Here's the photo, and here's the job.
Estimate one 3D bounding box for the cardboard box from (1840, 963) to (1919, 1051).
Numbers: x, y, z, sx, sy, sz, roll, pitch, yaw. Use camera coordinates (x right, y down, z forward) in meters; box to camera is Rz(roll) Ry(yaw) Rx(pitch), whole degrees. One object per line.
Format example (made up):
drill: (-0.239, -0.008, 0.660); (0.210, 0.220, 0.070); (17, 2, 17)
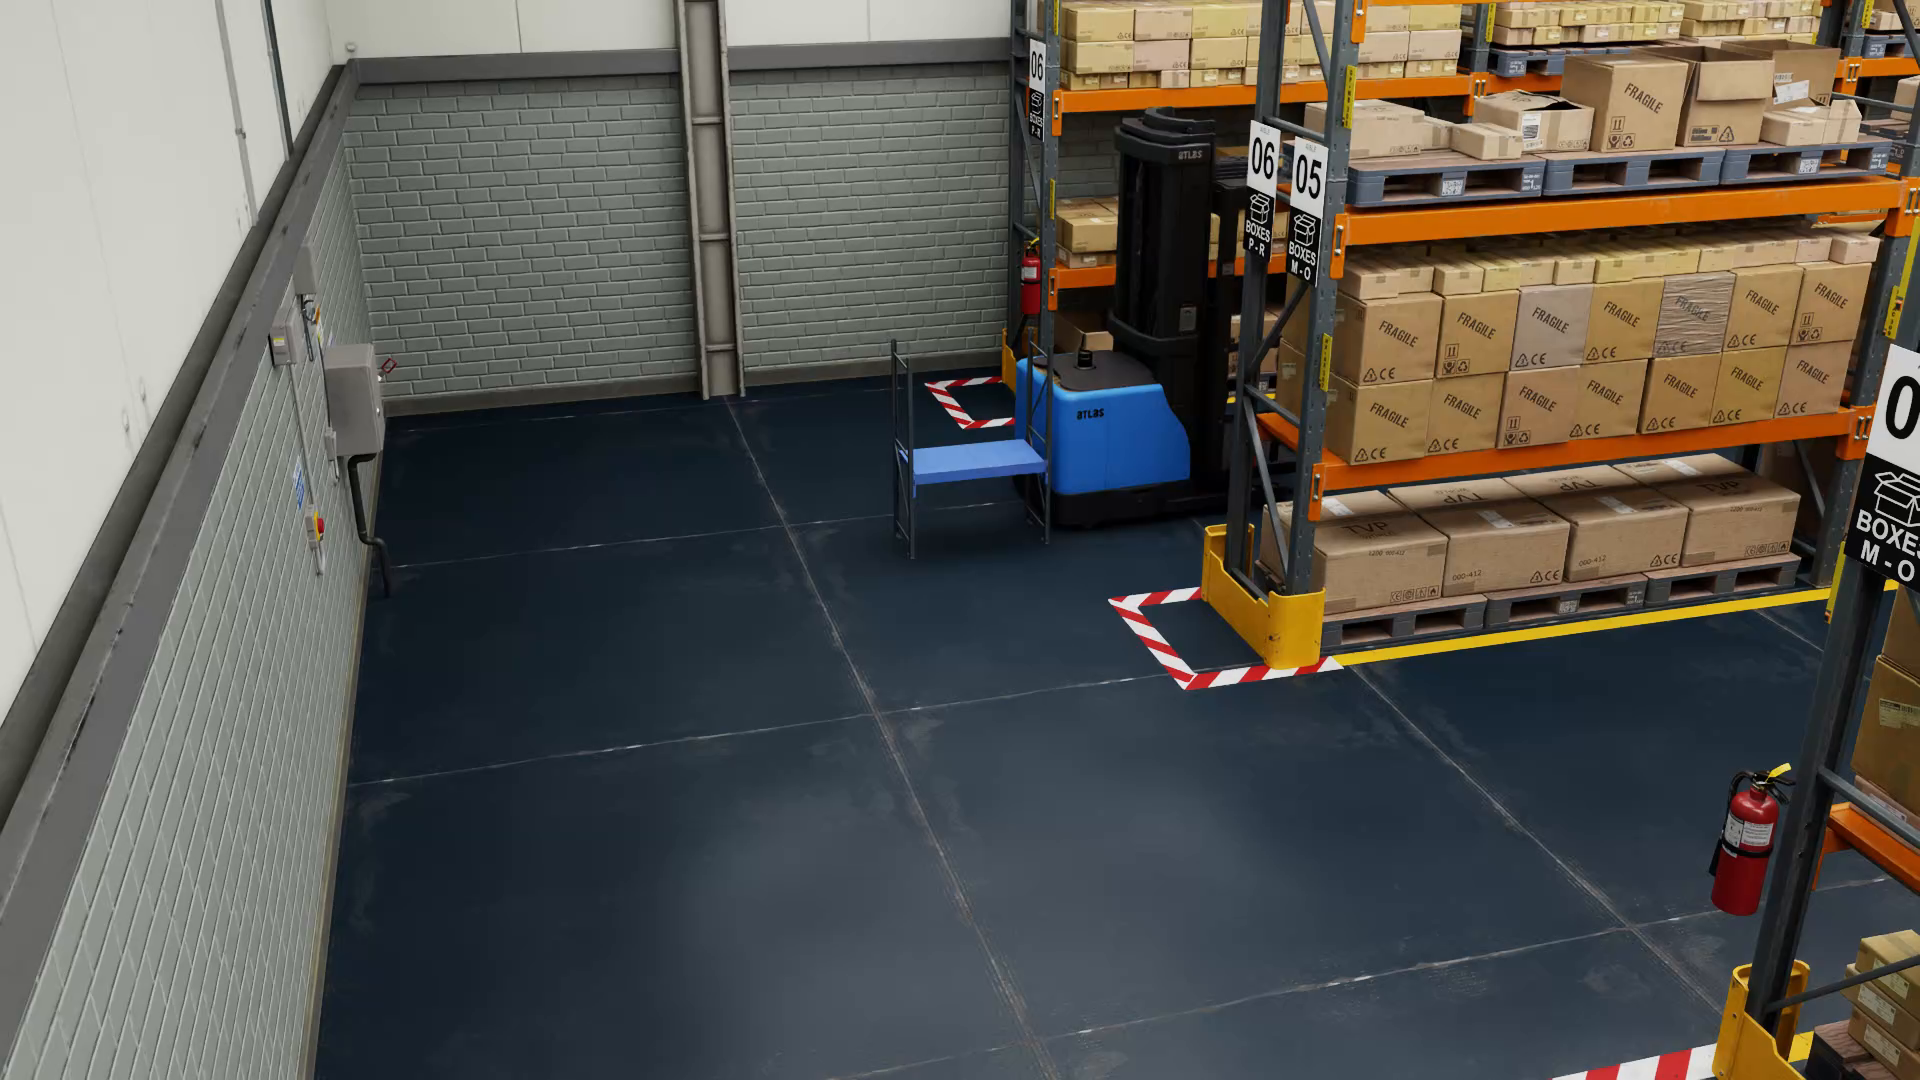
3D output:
cardboard box: (3.840, 1.879, 6.773); (0.250, 0.149, 0.380); (-7, 24, -16)

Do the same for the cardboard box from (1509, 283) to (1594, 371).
cardboard box: (3.503, -1.370, 10.243); (0.500, 0.500, 0.500); (-6, 24, -15)

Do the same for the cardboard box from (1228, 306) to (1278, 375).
cardboard box: (2.614, -1.858, 15.413); (0.500, 0.500, 0.500); (-6, 24, -13)

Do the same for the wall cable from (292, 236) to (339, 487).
wall cable: (-3.842, -1.200, 9.955); (0.122, 1.984, 0.588); (-6, 24, -14)

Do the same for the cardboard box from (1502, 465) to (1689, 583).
cardboard box: (4.331, -0.126, 11.455); (0.875, 0.438, 0.875); (-7, 24, -16)

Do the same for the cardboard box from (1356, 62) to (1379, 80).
cardboard box: (3.480, -4.154, 14.641); (0.250, 0.149, 0.380); (-6, 24, -15)

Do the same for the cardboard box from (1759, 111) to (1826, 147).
cardboard box: (5.043, -2.516, 10.165); (0.250, 0.149, 0.380); (-6, 24, -13)

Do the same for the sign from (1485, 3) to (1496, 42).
sign: (4.636, -4.527, 14.536); (0.005, 0.325, 0.100); (-6, 24, -14)

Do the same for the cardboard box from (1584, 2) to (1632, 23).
cardboard box: (5.852, -4.773, 15.048); (0.250, 0.149, 0.380); (-6, 24, -14)

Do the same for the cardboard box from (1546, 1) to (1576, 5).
cardboard box: (5.473, -4.921, 15.392); (0.250, 0.149, 0.380); (-6, 24, -13)

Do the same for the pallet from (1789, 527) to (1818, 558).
pallet: (6.549, -0.061, 12.125); (1.213, 0.211, 1.003); (-6, 24, -14)

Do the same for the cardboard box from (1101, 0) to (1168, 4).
cardboard box: (1.484, -4.574, 14.481); (0.500, 0.250, 0.500); (-7, 24, -16)

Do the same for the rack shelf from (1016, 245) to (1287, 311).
rack shelf: (2.556, -2.572, 15.353); (4.000, 0.370, 1.077); (-6, 24, -14)

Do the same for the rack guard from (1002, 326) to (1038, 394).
rack guard: (0.704, -1.549, 15.226); (0.348, 0.500, 1.175); (-6, 24, -14)

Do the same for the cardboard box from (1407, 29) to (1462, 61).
cardboard box: (4.085, -4.416, 14.746); (0.500, 0.250, 0.500); (-6, 24, -14)

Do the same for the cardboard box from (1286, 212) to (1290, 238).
cardboard box: (3.095, -2.930, 15.087); (0.500, 0.250, 0.500); (-6, 24, -15)

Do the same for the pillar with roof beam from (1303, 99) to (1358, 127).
pillar with roof beam: (4.731, -4.506, 11.340); (0.400, 9.000, 9.100); (-6, 24, -14)

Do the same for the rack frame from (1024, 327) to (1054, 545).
rack frame: (0.572, -0.752, 12.102); (0.032, 1.500, 0.500); (-6, 24, -14)

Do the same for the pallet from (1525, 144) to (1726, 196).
pallet: (3.863, -2.358, 10.249); (1.213, 0.211, 1.003); (-6, 24, -14)

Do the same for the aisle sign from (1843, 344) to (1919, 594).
aisle sign: (3.258, -0.238, 5.704); (0.004, 0.787, 0.394); (-6, 24, -14)

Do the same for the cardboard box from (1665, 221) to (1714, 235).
cardboard box: (4.719, -2.020, 10.937); (0.250, 0.149, 0.380); (-6, 24, -15)

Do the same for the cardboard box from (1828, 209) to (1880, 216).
cardboard box: (8.826, -3.427, 16.624); (0.500, 0.250, 0.500); (-6, 24, -14)

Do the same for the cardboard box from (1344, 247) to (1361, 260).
cardboard box: (2.266, -1.723, 10.245); (0.250, 0.149, 0.380); (-6, 24, -14)

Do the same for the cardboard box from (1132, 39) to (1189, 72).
cardboard box: (1.615, -4.141, 14.107); (0.500, 0.250, 0.500); (-6, 24, -13)

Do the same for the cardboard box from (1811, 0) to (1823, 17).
cardboard box: (8.082, -5.022, 15.654); (0.250, 0.149, 0.380); (-6, 24, -13)

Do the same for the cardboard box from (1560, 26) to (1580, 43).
cardboard box: (5.353, -4.577, 14.968); (0.250, 0.149, 0.380); (-6, 24, -14)

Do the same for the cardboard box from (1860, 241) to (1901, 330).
cardboard box: (6.327, -1.675, 10.954); (0.500, 0.500, 0.500); (-6, 24, -14)

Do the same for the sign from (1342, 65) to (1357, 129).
sign: (2.119, -2.411, 9.052); (0.005, 0.325, 0.100); (-6, 24, -14)

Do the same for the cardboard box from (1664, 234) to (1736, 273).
cardboard box: (4.619, -1.798, 10.418); (0.250, 0.149, 0.380); (-6, 24, -15)

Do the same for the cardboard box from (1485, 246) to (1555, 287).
cardboard box: (3.393, -1.664, 10.106); (0.250, 0.149, 0.380); (-6, 24, -14)

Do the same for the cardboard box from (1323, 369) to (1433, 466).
cardboard box: (2.514, -0.794, 10.169); (0.500, 0.500, 0.500); (-7, 24, -15)

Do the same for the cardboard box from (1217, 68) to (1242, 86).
cardboard box: (2.236, -4.025, 14.341); (0.250, 0.149, 0.380); (-7, 24, -15)

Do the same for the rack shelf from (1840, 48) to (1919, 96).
rack shelf: (10.259, -4.803, 16.747); (4.000, 0.370, 1.077); (-6, 24, -14)

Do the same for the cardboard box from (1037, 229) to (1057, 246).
cardboard box: (0.877, -2.712, 15.084); (0.250, 0.149, 0.380); (-7, 24, -15)

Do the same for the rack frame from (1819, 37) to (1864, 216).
rack frame: (8.333, -3.542, 16.700); (0.127, 3.000, 1.000); (-6, 24, -14)

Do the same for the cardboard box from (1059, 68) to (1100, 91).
cardboard box: (1.000, -3.898, 14.046); (0.250, 0.149, 0.380); (-6, 24, -13)

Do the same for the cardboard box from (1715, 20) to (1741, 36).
cardboard box: (7.061, -4.816, 15.551); (0.250, 0.149, 0.380); (-6, 24, -14)

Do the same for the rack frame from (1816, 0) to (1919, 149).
rack frame: (5.826, -3.989, 10.134); (0.127, 3.000, 1.000); (-6, 24, -14)

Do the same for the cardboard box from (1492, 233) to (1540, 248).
cardboard box: (3.480, -1.880, 10.610); (0.250, 0.149, 0.380); (-6, 24, -13)

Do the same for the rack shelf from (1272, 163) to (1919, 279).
rack shelf: (3.900, -2.067, 10.370); (4.000, 0.370, 1.077); (-6, 24, -14)

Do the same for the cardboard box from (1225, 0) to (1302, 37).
cardboard box: (2.588, -4.482, 14.265); (0.500, 0.250, 0.500); (-6, 24, -13)

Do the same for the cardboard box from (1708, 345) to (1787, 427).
cardboard box: (4.955, -1.074, 10.823); (0.500, 0.500, 0.500); (-7, 24, -16)

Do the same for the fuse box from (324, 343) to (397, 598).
fuse box: (-3.875, -0.417, 11.052); (0.414, 1.711, 0.539); (-6, 24, -14)

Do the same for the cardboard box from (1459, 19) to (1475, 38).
cardboard box: (4.755, -4.676, 15.199); (0.250, 0.149, 0.380); (-6, 24, -15)

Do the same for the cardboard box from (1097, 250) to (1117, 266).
cardboard box: (1.253, -2.550, 14.707); (0.250, 0.149, 0.380); (-6, 24, -13)

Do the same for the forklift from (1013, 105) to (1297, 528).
forklift: (1.990, -1.772, 12.662); (3.031, 2.935, 1.130); (-8, 24, -18)

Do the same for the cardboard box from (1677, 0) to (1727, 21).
cardboard box: (6.833, -4.884, 15.332); (0.250, 0.149, 0.380); (-6, 24, -14)

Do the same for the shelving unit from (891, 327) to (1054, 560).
shelving unit: (0.082, -0.698, 11.975); (1.048, 1.500, 0.538); (-6, 24, -14)

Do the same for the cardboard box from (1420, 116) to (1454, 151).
cardboard box: (2.766, -2.465, 10.045); (0.250, 0.149, 0.380); (-8, 25, -18)

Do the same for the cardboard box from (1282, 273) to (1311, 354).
cardboard box: (2.375, -1.453, 10.437); (0.500, 0.500, 0.500); (-6, 24, -13)
